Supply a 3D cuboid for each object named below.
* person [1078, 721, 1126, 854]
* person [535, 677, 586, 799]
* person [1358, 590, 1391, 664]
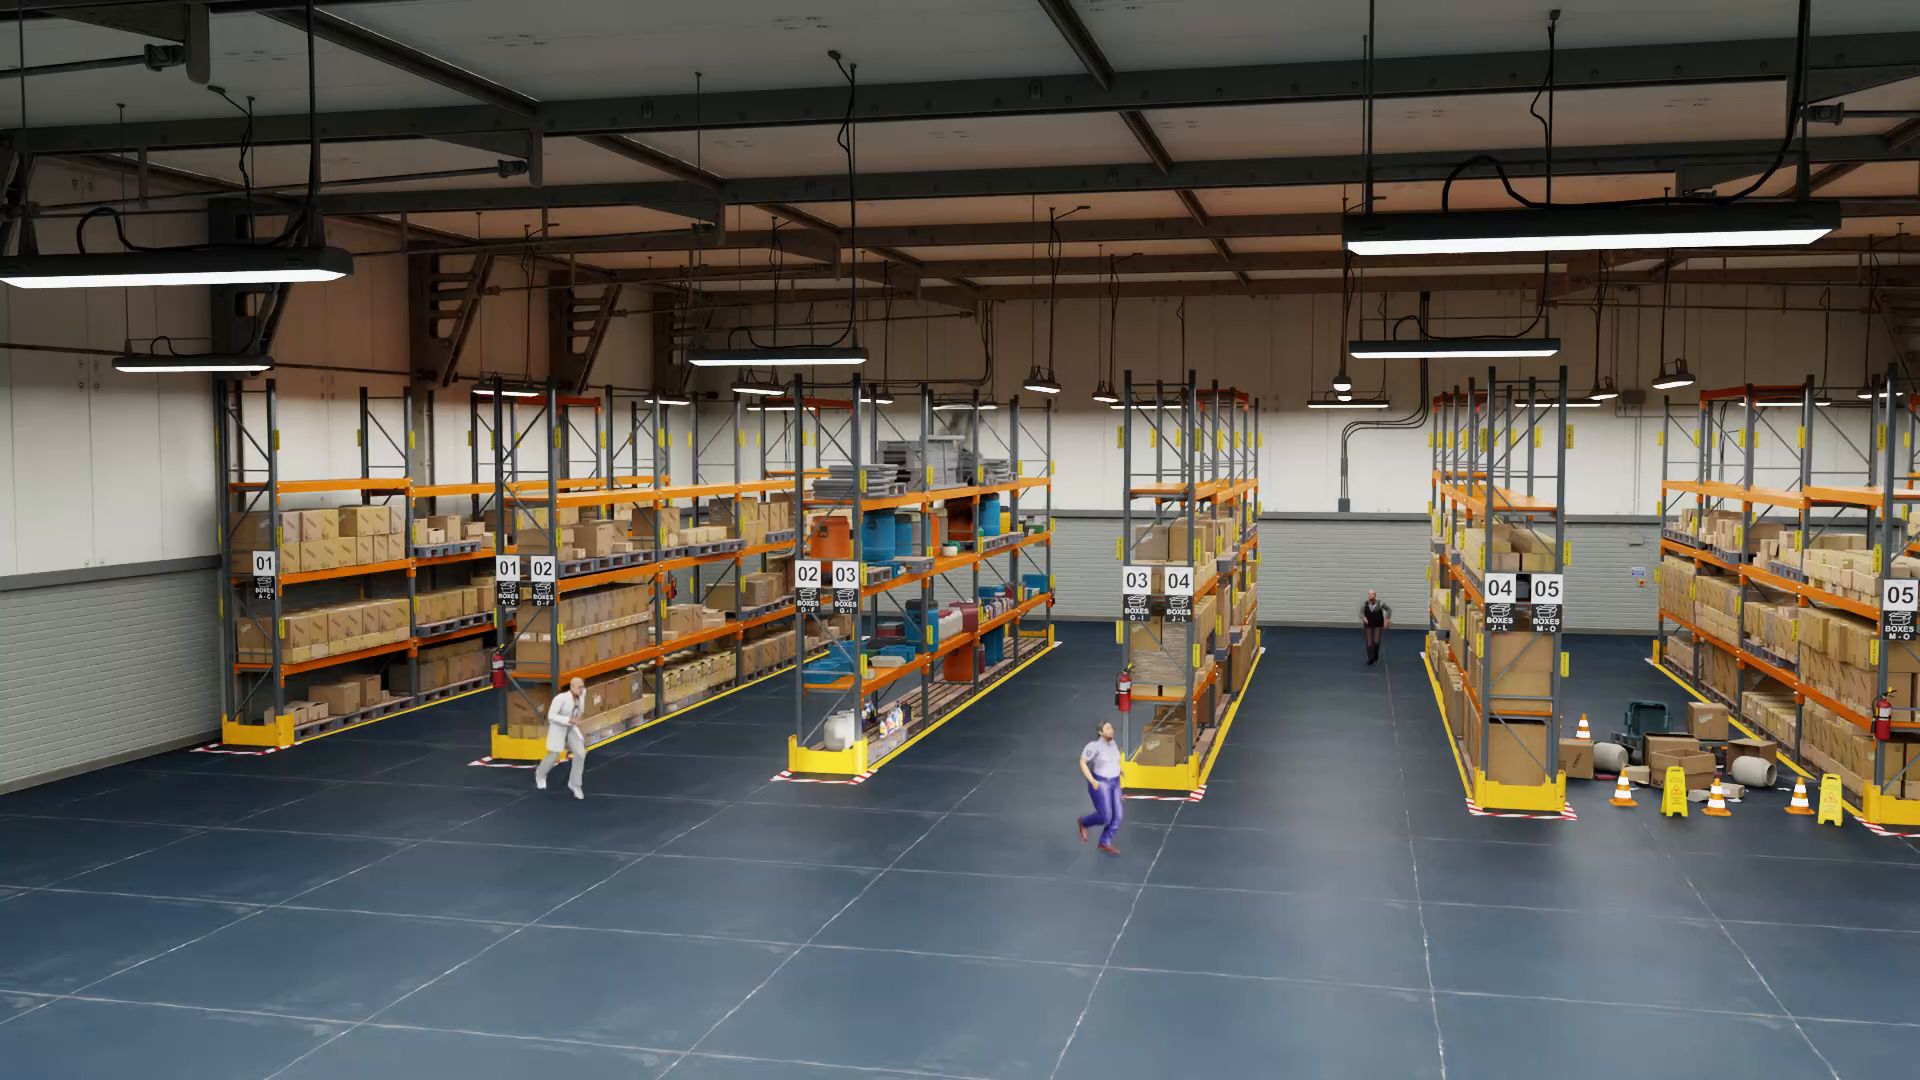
[{"bbox_3d":[1.736,3.001,20.234,0.608,1.601,0.577,-3,5,-41],"label":"person"},{"bbox_3d":[-5.639,2.775,23.501,1.073,1.743,0.751,2,4,36],"label":"person"},{"bbox_3d":[9.178,1.945,36.875,0.687,1.678,0.742,1,4,23],"label":"person"}]
